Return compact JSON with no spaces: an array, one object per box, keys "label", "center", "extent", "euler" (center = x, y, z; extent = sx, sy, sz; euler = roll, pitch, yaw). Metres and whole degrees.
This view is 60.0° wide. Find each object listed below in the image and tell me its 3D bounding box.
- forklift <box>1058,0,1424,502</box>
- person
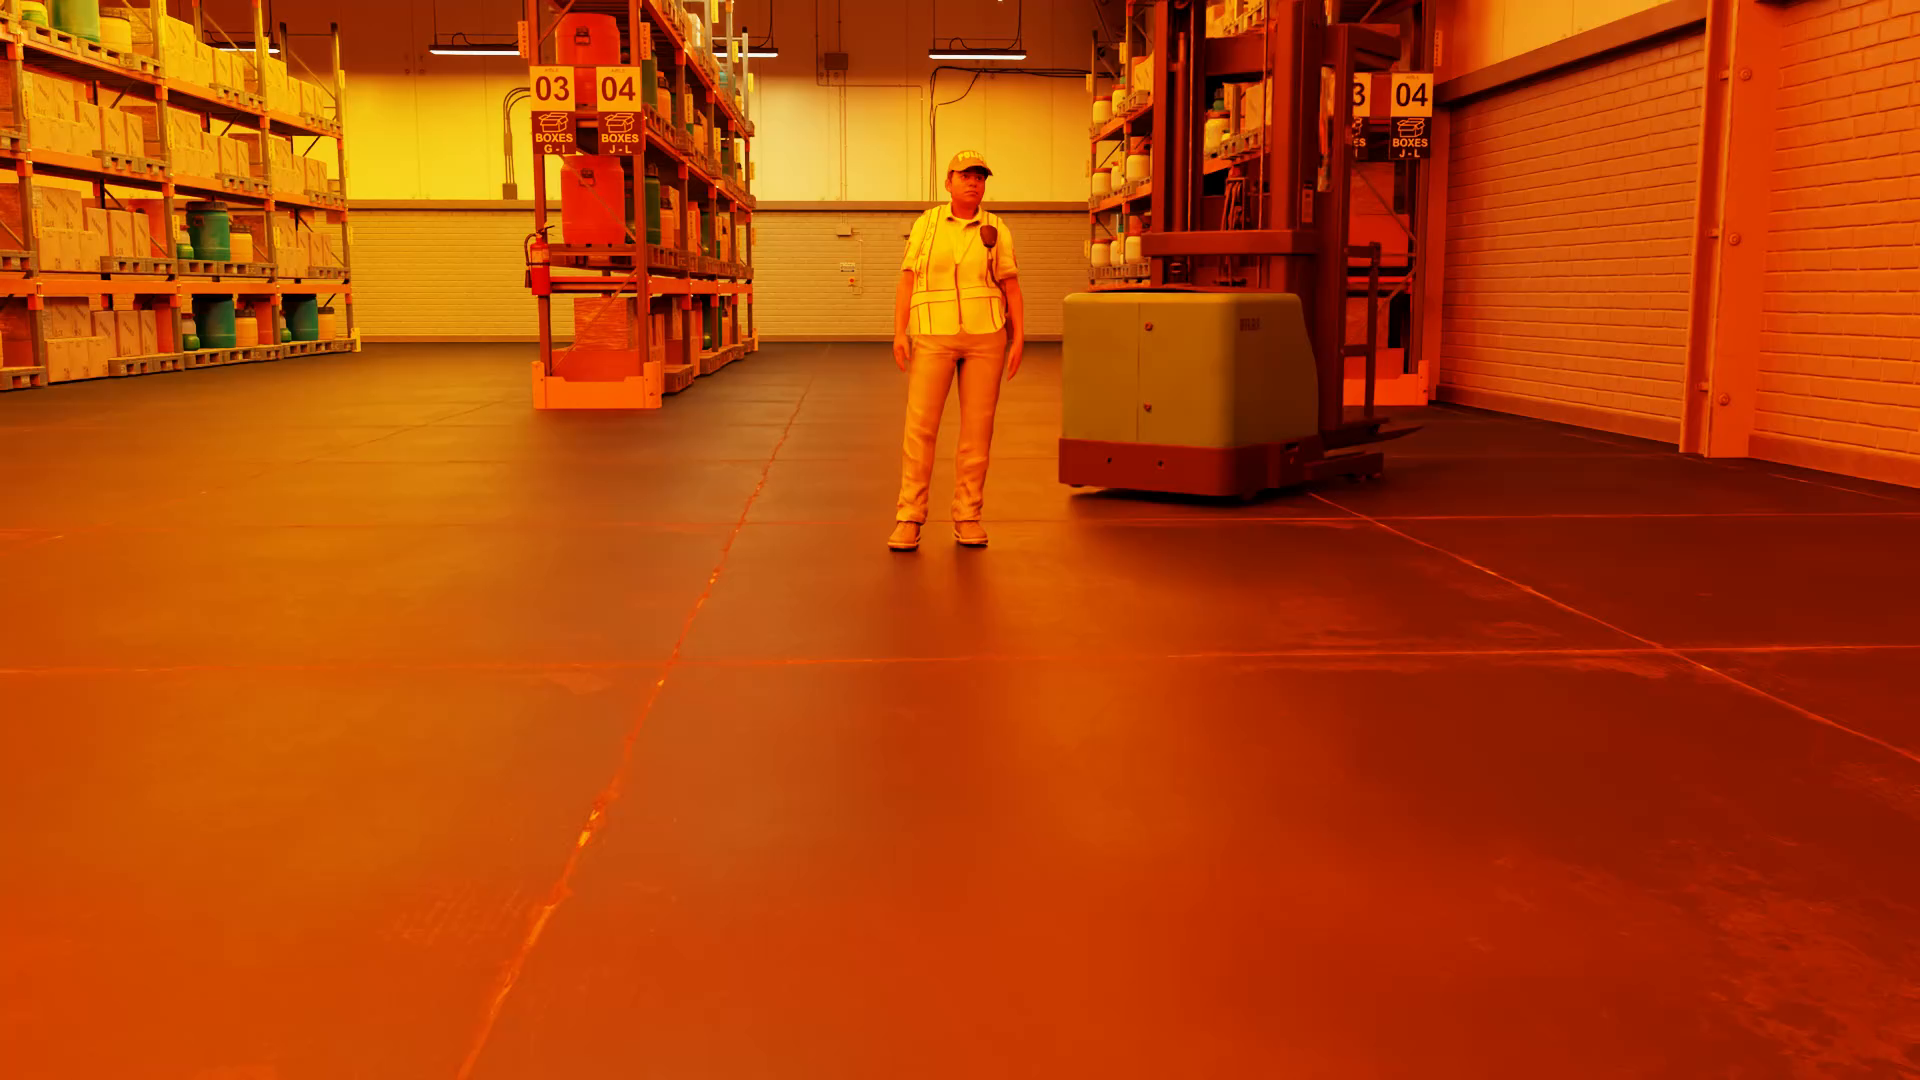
[{"label":"forklift","center":[1.815,-1.815,9.554],"extent":[1.130,2.935,3.031],"euler":[6,11,37]},{"label":"person","center":[-0.018,-0.821,7.109],"extent":[0.598,1.670,0.529],"euler":[-1,8,-4]}]
